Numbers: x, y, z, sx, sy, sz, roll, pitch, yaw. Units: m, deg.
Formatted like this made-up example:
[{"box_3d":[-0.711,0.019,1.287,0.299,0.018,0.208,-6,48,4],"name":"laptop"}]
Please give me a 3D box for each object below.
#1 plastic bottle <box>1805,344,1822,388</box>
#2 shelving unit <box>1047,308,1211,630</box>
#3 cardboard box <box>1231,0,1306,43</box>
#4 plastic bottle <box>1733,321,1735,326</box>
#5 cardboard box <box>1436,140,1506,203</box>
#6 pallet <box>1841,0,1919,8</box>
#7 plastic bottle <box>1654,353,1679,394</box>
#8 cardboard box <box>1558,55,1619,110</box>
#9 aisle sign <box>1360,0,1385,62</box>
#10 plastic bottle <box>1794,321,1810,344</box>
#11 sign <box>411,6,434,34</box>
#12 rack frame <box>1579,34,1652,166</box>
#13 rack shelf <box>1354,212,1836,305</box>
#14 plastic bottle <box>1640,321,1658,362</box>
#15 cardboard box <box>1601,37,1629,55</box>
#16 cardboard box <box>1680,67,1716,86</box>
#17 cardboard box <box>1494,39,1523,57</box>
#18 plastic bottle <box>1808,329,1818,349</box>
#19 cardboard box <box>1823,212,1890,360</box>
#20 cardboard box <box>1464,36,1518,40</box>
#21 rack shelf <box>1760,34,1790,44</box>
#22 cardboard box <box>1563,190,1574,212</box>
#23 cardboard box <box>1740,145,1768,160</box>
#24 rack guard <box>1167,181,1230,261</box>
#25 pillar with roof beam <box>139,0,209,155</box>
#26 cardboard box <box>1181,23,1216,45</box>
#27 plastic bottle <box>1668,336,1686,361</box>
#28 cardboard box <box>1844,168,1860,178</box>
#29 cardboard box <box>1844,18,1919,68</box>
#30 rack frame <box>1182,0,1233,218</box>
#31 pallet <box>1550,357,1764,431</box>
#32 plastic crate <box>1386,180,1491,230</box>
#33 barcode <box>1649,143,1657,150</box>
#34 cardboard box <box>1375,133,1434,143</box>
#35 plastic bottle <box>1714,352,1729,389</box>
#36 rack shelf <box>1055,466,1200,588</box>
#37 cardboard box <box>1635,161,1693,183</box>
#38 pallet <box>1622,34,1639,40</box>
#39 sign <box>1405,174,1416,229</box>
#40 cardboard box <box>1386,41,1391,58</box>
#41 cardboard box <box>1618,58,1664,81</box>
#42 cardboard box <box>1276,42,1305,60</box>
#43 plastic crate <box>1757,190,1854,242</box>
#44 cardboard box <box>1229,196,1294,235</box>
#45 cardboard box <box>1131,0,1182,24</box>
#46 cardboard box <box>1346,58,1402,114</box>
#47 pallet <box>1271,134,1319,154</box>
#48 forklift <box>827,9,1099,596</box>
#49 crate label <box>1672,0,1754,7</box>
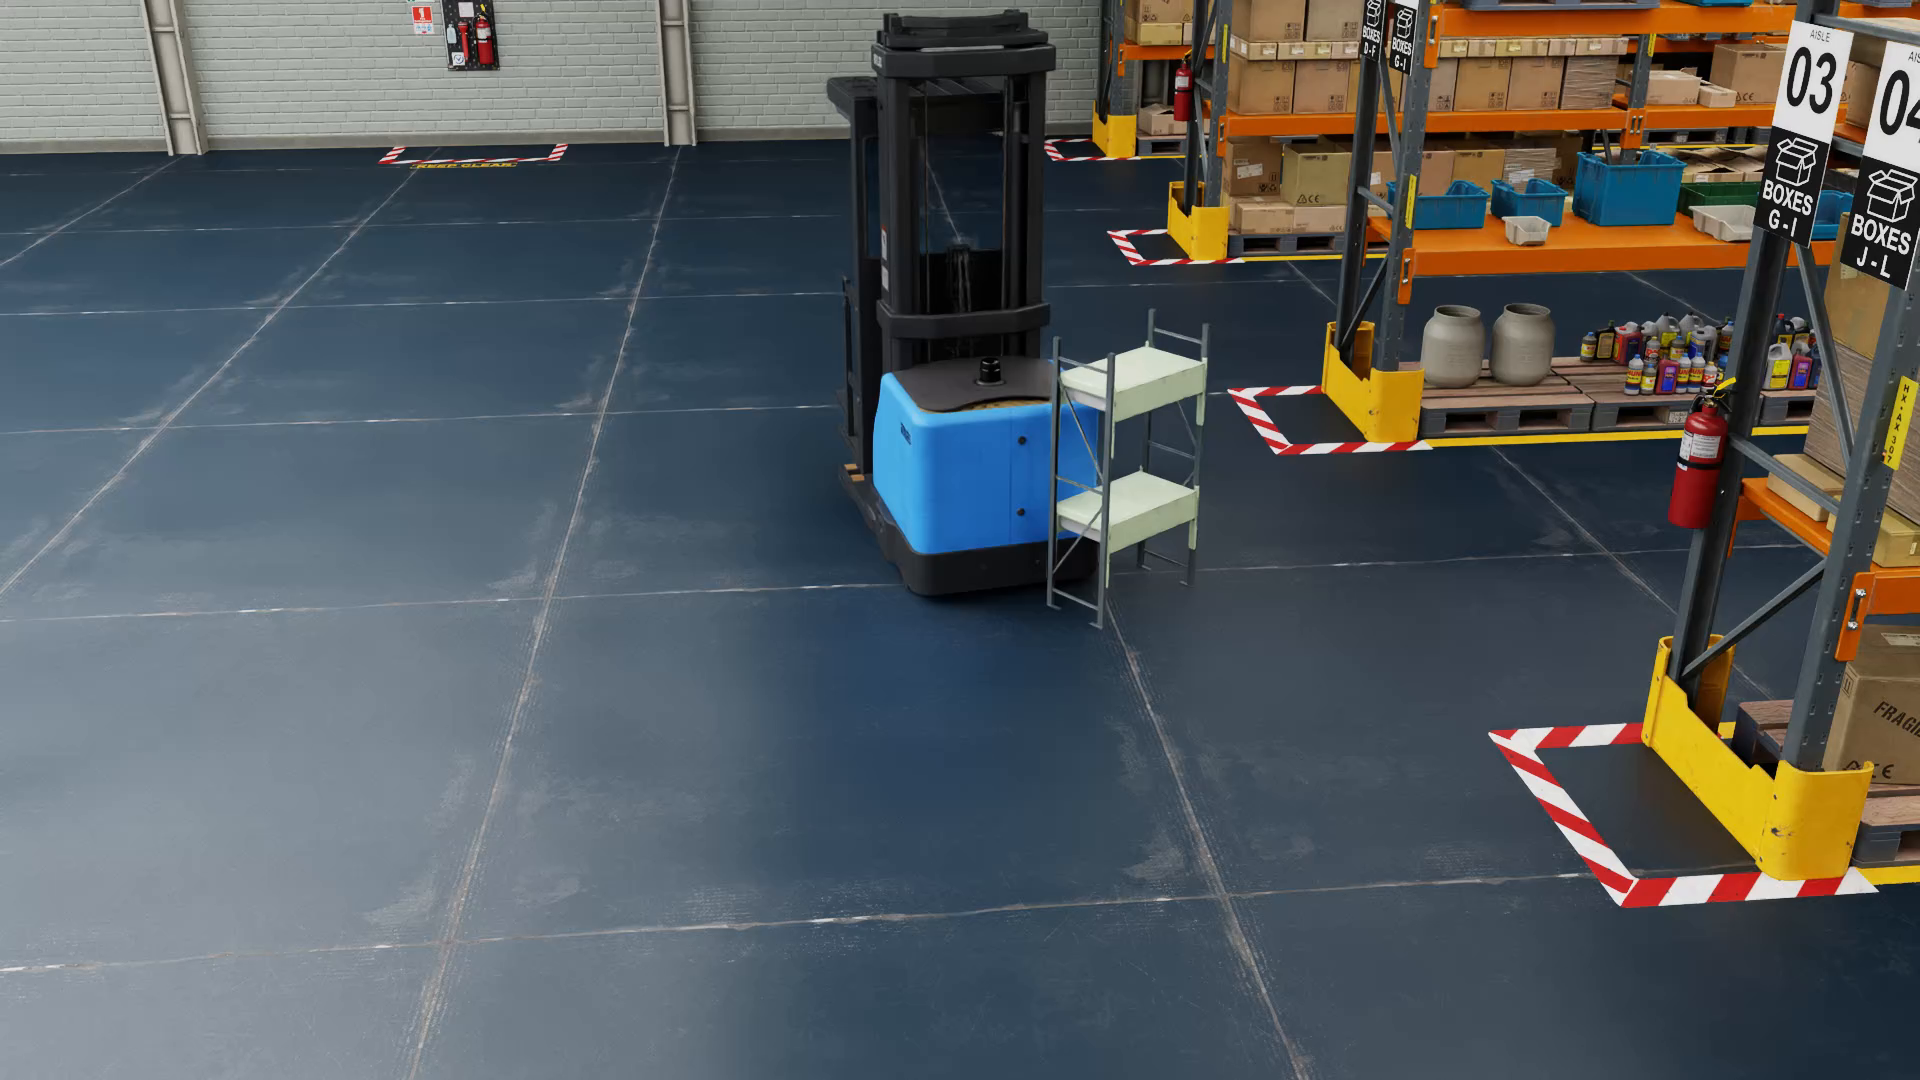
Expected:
[{"box_3d":[5.985,-1.243,11.572,0.185,0.351,0.144,-3,24,-8],"name":"plastic bottle"},{"box_3d":[0.879,-0.379,8.755,0.755,1.500,0.431,-21,31,-39],"name":"shelving unit"},{"box_3d":[2.843,-4.899,15.358,0.500,0.500,0.700,-2,24,-5],"name":"cardboard box"},{"box_3d":[5.757,-1.521,12.198,0.185,0.351,0.144,-3,24,-7],"name":"plastic bottle"},{"box_3d":[4.869,-3.539,15.964,0.500,0.500,0.500,-2,24,-5],"name":"cardboard box"},{"box_3d":[6.080,-3.618,10.736,1.003,0.211,1.213,-2,24,-5],"name":"pallet"},{"box_3d":[4.870,-1.150,11.447,0.133,0.283,0.061,-2,24,-4],"name":"plastic bottle"},{"box_3d":[5.864,-4.430,15.900,0.500,0.500,0.700,-3,24,-7],"name":"cardboard box"},{"box_3d":[2.707,-3.547,10.837,0.004,0.787,0.394,-2,24,-5],"name":"aisle sign"},{"box_3d":[6.120,-1.459,12.143,0.133,0.283,0.061,-2,24,-5],"name":"plastic bottle"},{"box_3d":[-6.549,-6.337,20.271,0.234,0.329,0.001,-2,24,-5],"name":"sign"},{"box_3d":[6.305,-4.404,15.966,0.127,3.000,1.000,-2,24,-5],"name":"rack frame"},{"box_3d":[4.798,-1.993,11.427,4.000,0.370,1.077,-2,24,-5],"name":"rack shelf"},{"box_3d":[4.984,-1.454,12.139,0.135,0.276,0.152,-3,24,-7],"name":"plastic bottle"},{"box_3d":[6.056,-4.649,15.595,0.250,0.149,0.380,-2,24,-5],"name":"cardboard box"},{"box_3d":[7.162,-4.452,16.239,0.258,0.266,0.396,-3,24,-6],"name":"cardboard box"},{"box_3d":[5.043,-4.609,15.505,0.250,0.149,0.380,-2,24,-5],"name":"cardboard box"},{"box_3d":[6.327,-1.485,12.301,0.097,0.201,0.097,0,24,0],"name":"plastic bottle"},{"box_3d":[3.818,-1.001,6.588,0.500,0.500,0.500,-2,24,-5],"name":"cardboard box"},{"box_3d":[4.863,-4.982,15.545,0.500,0.500,0.700,-2,24,-5],"name":"cardboard box"},{"box_3d":[11.786,-6.317,21.155,4.000,0.370,1.077,-2,24,-5],"name":"rack shelf"},{"box_3d":[5.865,-3.233,16.199,0.500,0.250,0.500,-2,24,-5],"name":"cardboard box"},{"box_3d":[8.195,-3.789,16.759,0.500,0.311,0.500,-3,24,-6],"name":"cardboard box"},{"box_3d":[2.301,-3.101,16.112,0.348,0.500,1.175,-2,24,-5],"name":"rack guard"},{"box_3d":[-9.073,-7.147,14.749,0.400,9.000,9.100,-2,24,-5],"name":"pillar with roof beam"},{"box_3d":[2.866,-6.105,19.952,0.500,0.250,0.500,-3,24,-7],"name":"cardboard box"},{"box_3d":[5.204,-1.381,12.067,0.097,0.201,0.097,0,24,0],"name":"plastic bottle"},{"box_3d":[8.770,-3.593,16.318,0.500,0.311,0.500,-2,24,-5],"name":"cardboard box"},{"box_3d":[3.540,-1.862,6.247,0.250,0.149,0.380,-2,24,-5],"name":"cardboard box"},{"box_3d":[2.325,-4.245,15.607,0.127,3.000,1.000,-2,24,-5],"name":"rack frame"},{"box_3d":[4.899,-1.068,11.892,1.213,0.211,1.003,-2,24,-5],"name":"pallet"},{"box_3d":[3.277,-2.315,11.449,0.616,0.251,0.499,-2,24,-5],"name":"plastic crate"},{"box_3d":[6.600,-3.744,15.833,0.075,0.075,0.001,-2,24,-5],"name":"barcode"},{"box_3d":[4.321,-3.730,16.393,0.500,0.500,0.500,-2,24,-5],"name":"cardboard box"},{"box_3d":[5.285,-1.169,11.504,0.097,0.271,0.097,0,24,0],"name":"plastic bottle"},{"box_3d":[0.879,-0.081,8.888,0.720,0.370,0.431,-21,31,-39],"name":"rack shelf"},{"box_3d":[6.741,-3.512,16.136,0.500,0.311,0.500,-2,24,-5],"name":"cardboard box"},{"box_3d":[7.829,-6.383,20.653,1.213,0.211,1.003,-2,24,-5],"name":"pallet"},{"box_3d":[2.858,-2.146,10.545,0.005,0.325,0.100,-2,24,-5],"name":"sign"},{"box_3d":[4.018,-4.568,15.411,0.250,0.149,0.380,-3,24,-6],"name":"cardboard box"},{"box_3d":[8.511,-5.920,20.989,0.500,0.250,0.500,-2,24,-4],"name":"cardboard box"},{"box_3d":[2.999,-4.527,15.320,0.250,0.149,0.380,-3,24,-7],"name":"cardboard box"},{"box_3d":[5.714,-2.180,11.145,0.616,0.251,0.499,-2,24,-5],"name":"plastic crate"},{"box_3d":[2.880,-3.112,15.926,0.500,0.250,0.500,-2,24,-5],"name":"cardboard box"},{"box_3d":[2.339,-6.428,19.755,0.500,0.500,0.500,-2,24,-5],"name":"cardboard box"},{"box_3d":[3.807,-4.344,15.707,0.500,0.500,0.700,-2,24,-5],"name":"cardboard box"},{"box_3d":[3.933,-5.041,20.832,1.213,0.211,1.003,-2,24,-5],"name":"pallet"},{"box_3d":[-0.133,-1.615,9.775,1.130,2.935,3.031,-6,25,-14],"name":"forklift"},{"box_3d":[4.703,-3.486,10.390,0.408,0.251,0.502,-2,24,-5],"name":"crate label"}]
